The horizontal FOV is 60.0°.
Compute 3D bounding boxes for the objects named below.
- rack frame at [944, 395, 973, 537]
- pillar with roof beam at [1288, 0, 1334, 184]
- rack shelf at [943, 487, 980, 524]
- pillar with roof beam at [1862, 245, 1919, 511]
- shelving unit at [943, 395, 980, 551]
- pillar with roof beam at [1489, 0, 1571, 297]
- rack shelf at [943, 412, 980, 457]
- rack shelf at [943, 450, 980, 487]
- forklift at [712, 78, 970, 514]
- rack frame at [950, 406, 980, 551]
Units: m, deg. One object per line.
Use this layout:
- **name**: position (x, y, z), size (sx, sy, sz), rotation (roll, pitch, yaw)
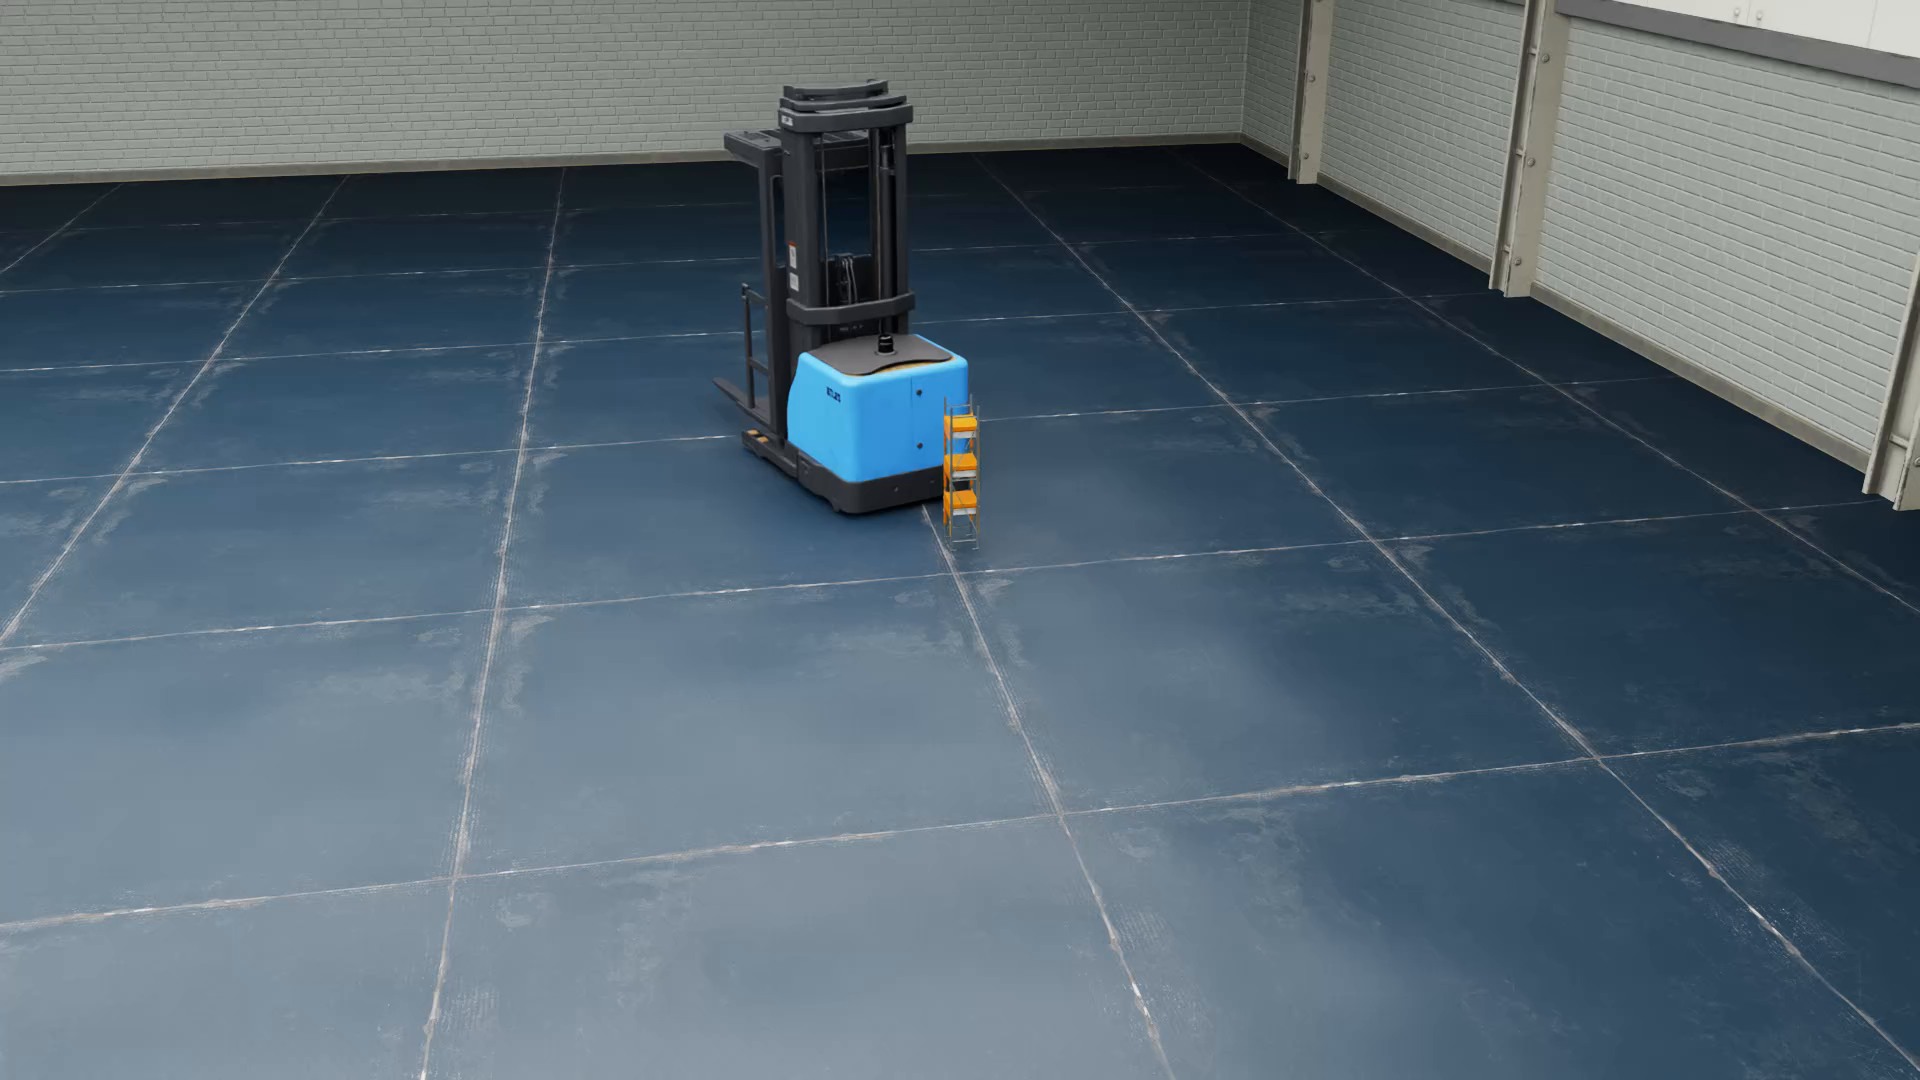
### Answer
- **rack frame**: position (-0.013, -0.508, 11.602), size (0.200, 1.050, 0.008), rotation (-4, 24, -10)
- **pillar with roof beam**: position (0.566, -8.829, 20.723), size (9.100, 9.000, 0.400), rotation (-4, 24, -10)
- **rack shelf**: position (0.010, -0.196, 11.607), size (0.215, 0.259, 0.240), rotation (-4, 24, -10)
- **pillar with roof beam**: position (2.785, -4.109, 9.916), size (9.100, 9.000, 0.400), rotation (-4, 24, -10)
- **shelving unit**: position (0.010, -0.460, 11.492), size (0.215, 1.050, 0.252), rotation (-4, 24, -10)
- **pillar with roof beam**: position (1.676, -6.469, 15.319), size (9.100, 9.000, 0.400), rotation (-4, 24, -10)
- **rack shelf**: position (0.010, -0.710, 11.382), size (0.215, 0.259, 0.240), rotation (-4, 24, -10)
- **rack shelf**: position (0.010, -0.450, 11.496), size (0.215, 0.259, 0.240), rotation (-4, 24, -10)
- **forklift**: position (-1.101, -2.081, 12.853), size (1.130, 2.935, 3.031), rotation (-13, 27, -27)
- **rack frame**: position (0.032, -0.412, 11.382), size (0.200, 1.050, 0.008), rotation (-4, 24, -10)
